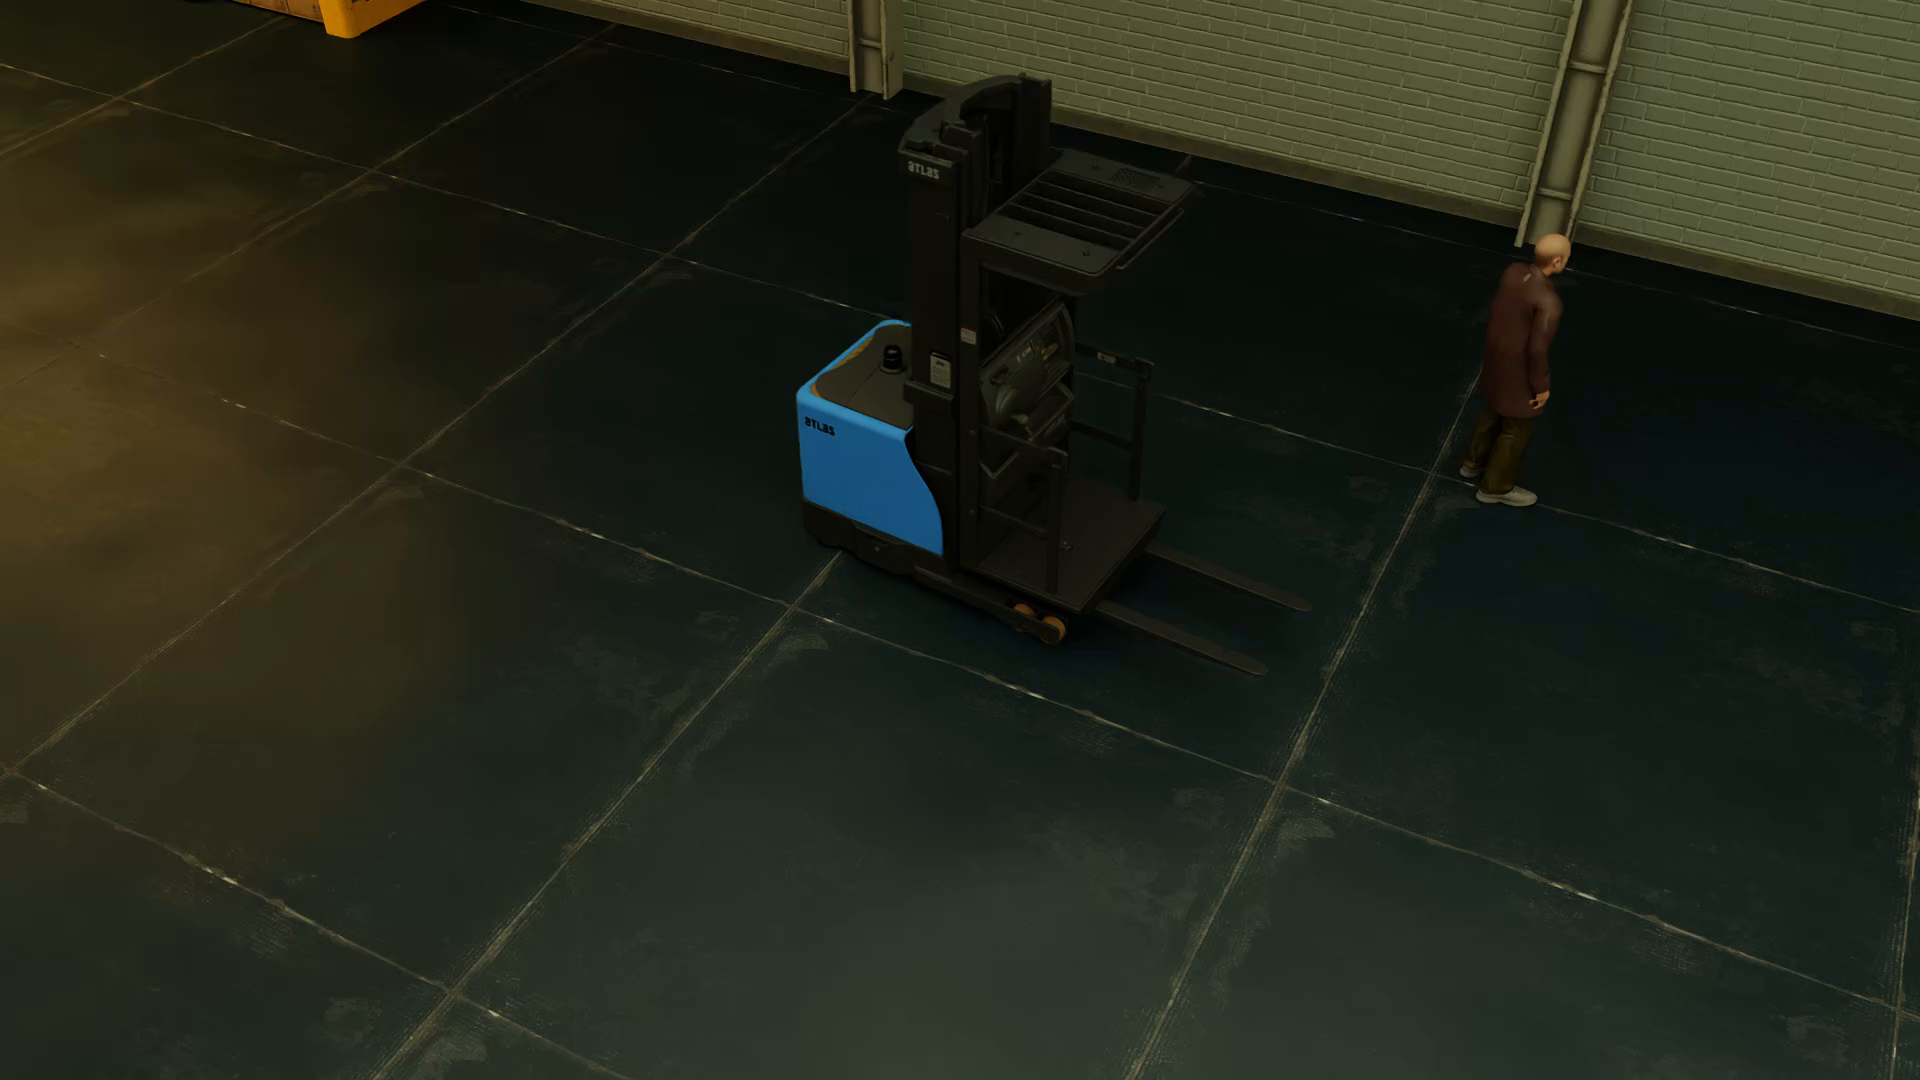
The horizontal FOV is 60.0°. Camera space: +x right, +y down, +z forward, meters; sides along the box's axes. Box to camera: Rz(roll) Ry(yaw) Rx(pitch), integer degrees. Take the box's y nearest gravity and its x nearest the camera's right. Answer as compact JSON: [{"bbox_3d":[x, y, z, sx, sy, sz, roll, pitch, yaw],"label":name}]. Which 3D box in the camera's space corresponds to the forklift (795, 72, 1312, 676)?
[{"bbox_3d":[0.549,-0.913,9.071,3.031,2.935,1.130,22,45,24],"label":"forklift"}]

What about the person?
[{"bbox_3d":[3.403,-1.061,10.145,0.436,1.772,0.649,-8,41,-9],"label":"person"}]
